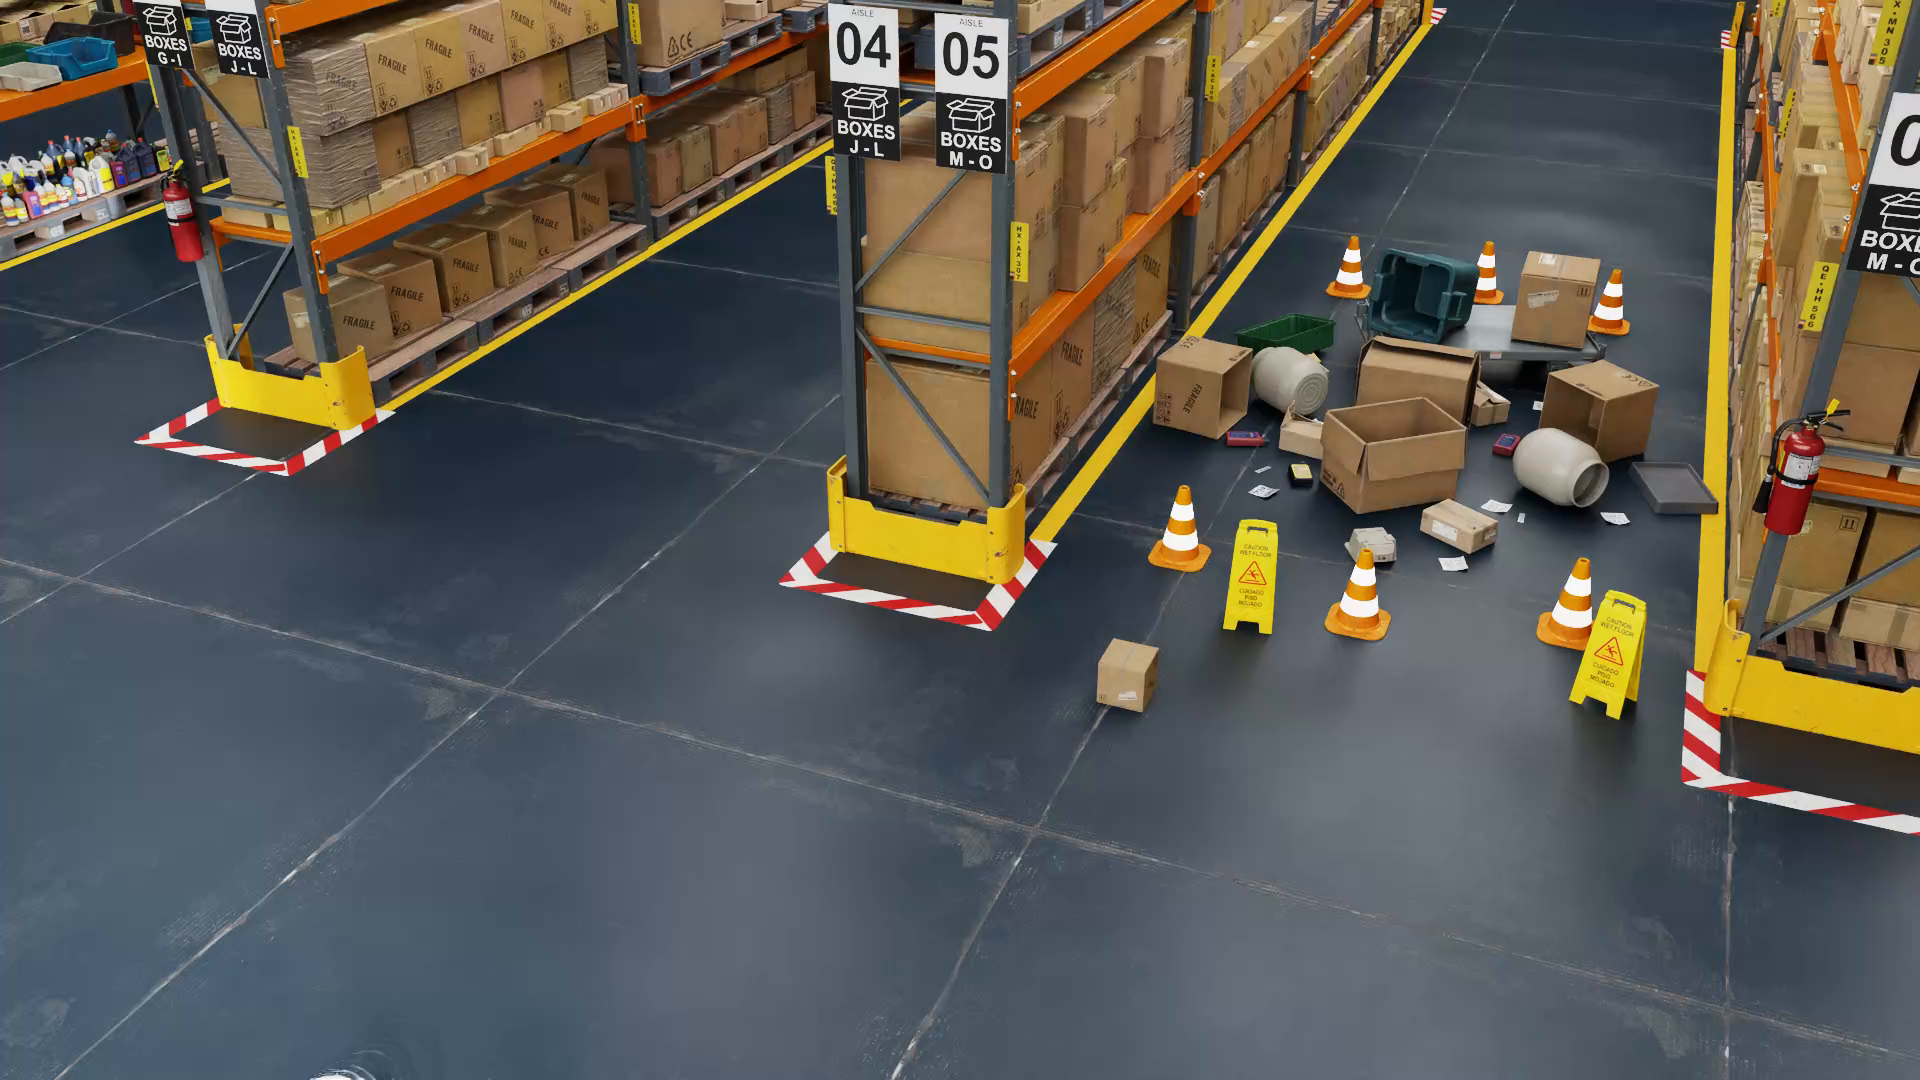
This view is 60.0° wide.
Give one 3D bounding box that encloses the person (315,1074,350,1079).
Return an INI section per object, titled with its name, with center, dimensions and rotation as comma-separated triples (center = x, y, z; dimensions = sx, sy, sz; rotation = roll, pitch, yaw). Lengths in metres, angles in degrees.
[person]
center = -1.629, 2.162, 4.538
dimensions = 0.524, 1.745, 0.864
rotation = 10, 31, 18
